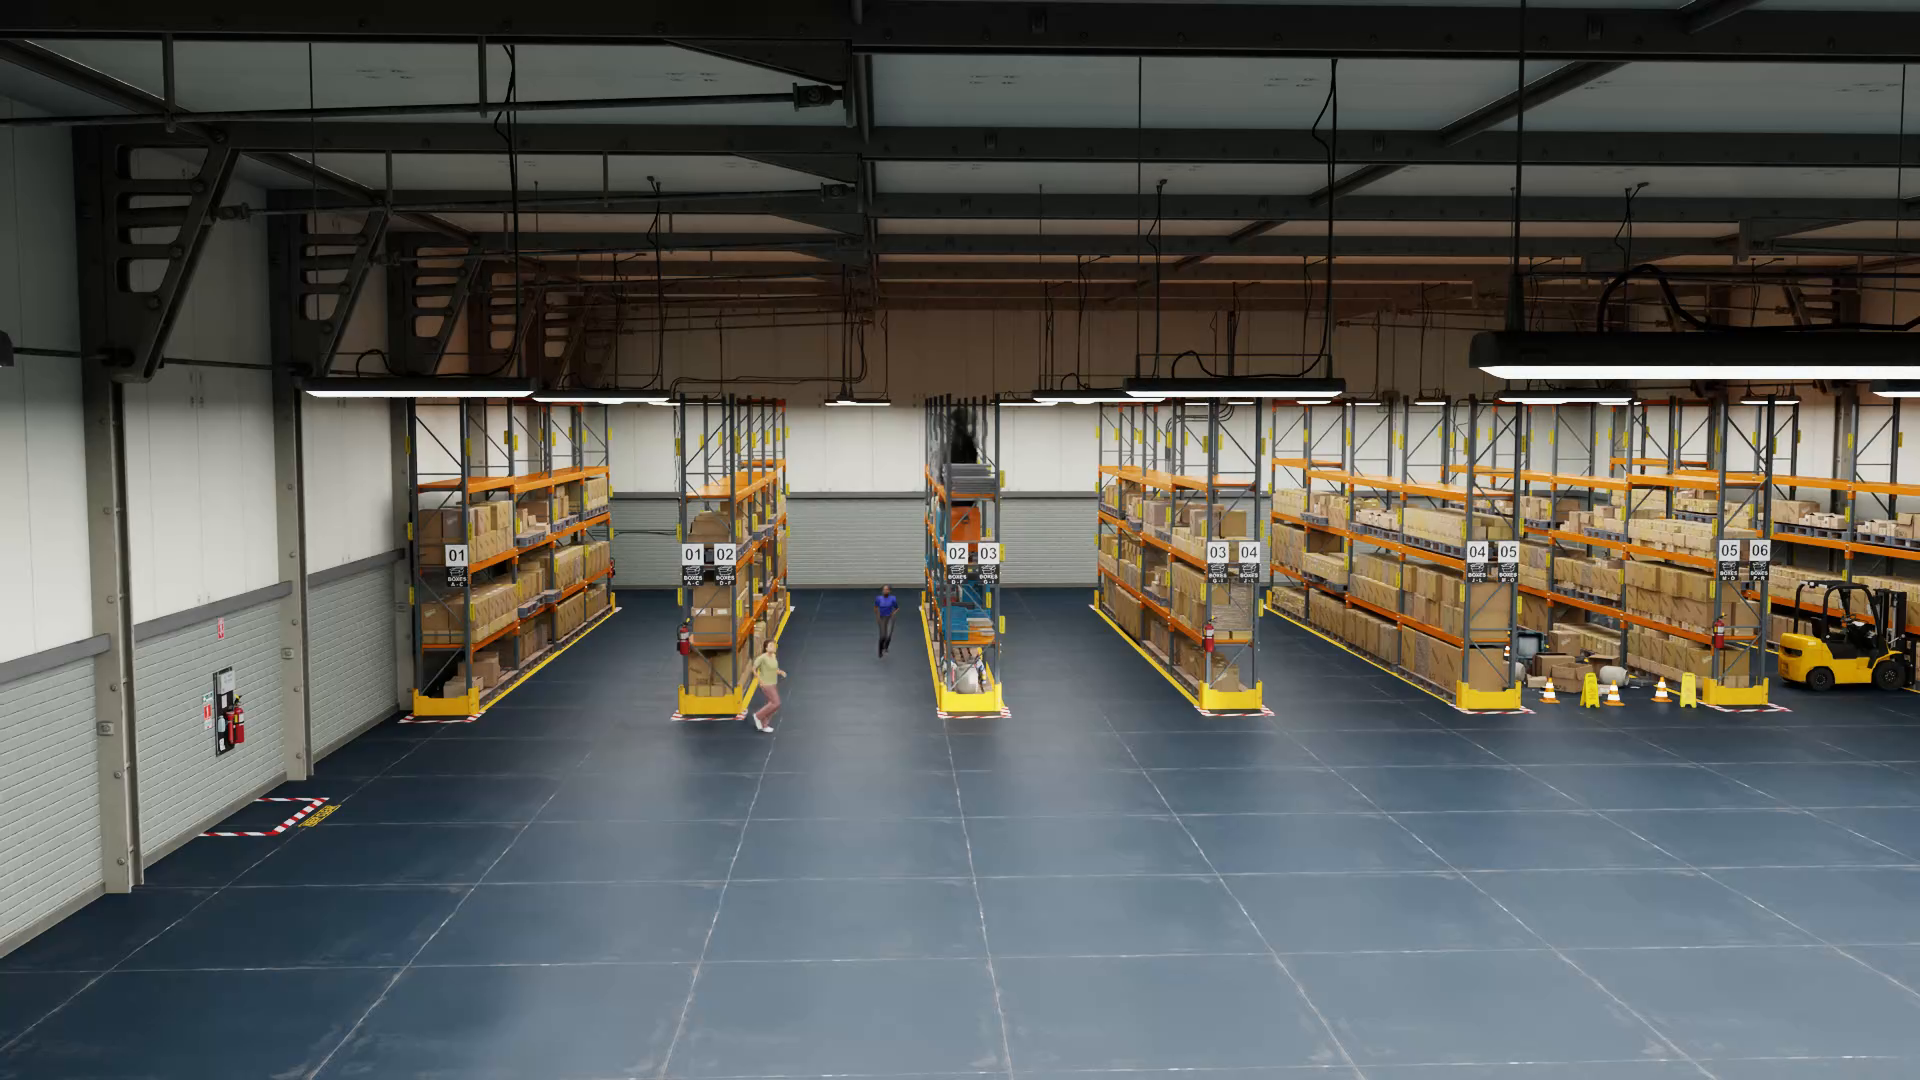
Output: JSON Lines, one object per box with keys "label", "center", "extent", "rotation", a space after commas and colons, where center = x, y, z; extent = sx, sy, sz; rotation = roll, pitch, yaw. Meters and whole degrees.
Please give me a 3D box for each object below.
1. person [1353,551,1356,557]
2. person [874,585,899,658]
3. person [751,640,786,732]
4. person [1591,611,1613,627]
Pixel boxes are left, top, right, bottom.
{"label": "person", "center": [11.097, 1.140, 47.079], "extent": [0.558, 1.716, 0.901], "rotation": [-2, 5, -19]}
{"label": "person", "center": [-1.631, 1.835, 37.017], "extent": [0.561, 1.640, 0.573], "rotation": [0, 5, -6]}
{"label": "person", "center": [-3.358, 2.581, 29.471], "extent": [0.542, 1.631, 0.566], "rotation": [2, 5, 25]}
{"label": "person", "center": [16.738, 1.411, 43.342], "extent": [0.588, 1.831, 0.835], "rotation": [-1, 5, -9]}
